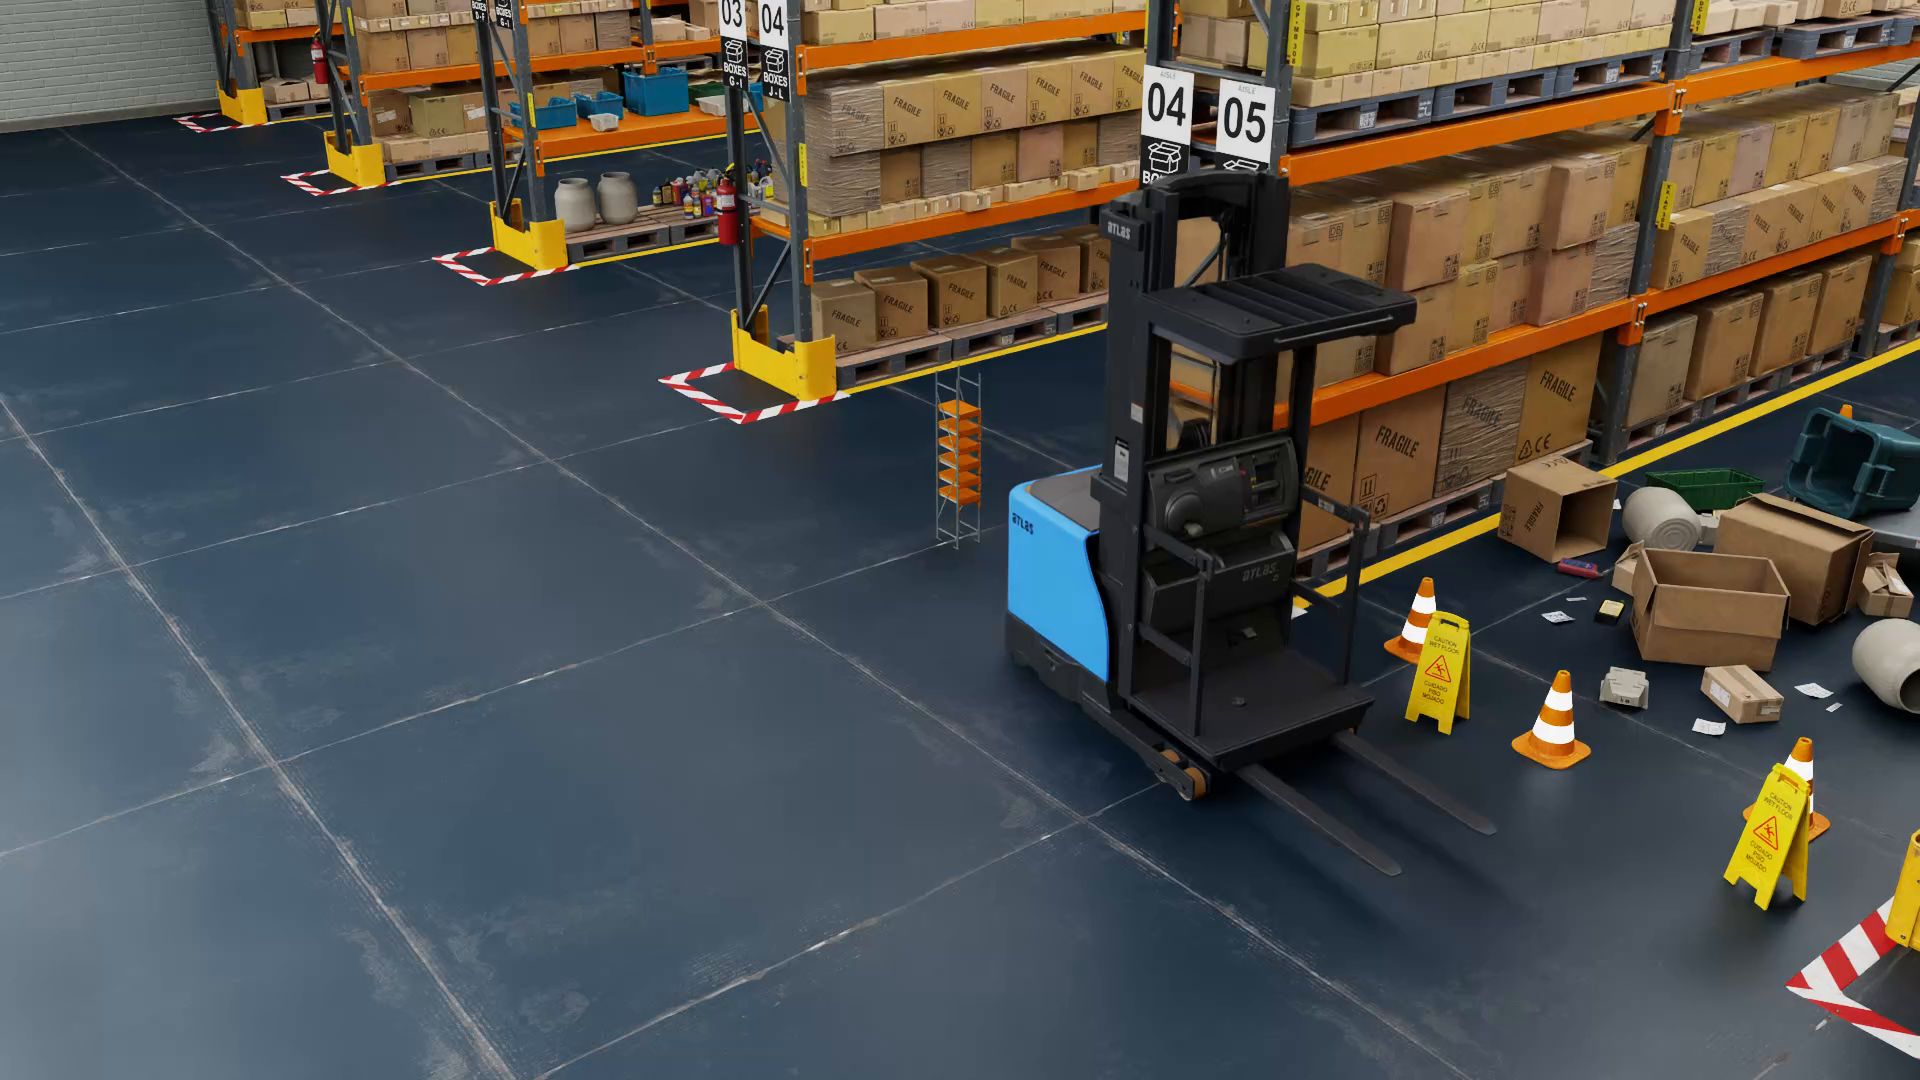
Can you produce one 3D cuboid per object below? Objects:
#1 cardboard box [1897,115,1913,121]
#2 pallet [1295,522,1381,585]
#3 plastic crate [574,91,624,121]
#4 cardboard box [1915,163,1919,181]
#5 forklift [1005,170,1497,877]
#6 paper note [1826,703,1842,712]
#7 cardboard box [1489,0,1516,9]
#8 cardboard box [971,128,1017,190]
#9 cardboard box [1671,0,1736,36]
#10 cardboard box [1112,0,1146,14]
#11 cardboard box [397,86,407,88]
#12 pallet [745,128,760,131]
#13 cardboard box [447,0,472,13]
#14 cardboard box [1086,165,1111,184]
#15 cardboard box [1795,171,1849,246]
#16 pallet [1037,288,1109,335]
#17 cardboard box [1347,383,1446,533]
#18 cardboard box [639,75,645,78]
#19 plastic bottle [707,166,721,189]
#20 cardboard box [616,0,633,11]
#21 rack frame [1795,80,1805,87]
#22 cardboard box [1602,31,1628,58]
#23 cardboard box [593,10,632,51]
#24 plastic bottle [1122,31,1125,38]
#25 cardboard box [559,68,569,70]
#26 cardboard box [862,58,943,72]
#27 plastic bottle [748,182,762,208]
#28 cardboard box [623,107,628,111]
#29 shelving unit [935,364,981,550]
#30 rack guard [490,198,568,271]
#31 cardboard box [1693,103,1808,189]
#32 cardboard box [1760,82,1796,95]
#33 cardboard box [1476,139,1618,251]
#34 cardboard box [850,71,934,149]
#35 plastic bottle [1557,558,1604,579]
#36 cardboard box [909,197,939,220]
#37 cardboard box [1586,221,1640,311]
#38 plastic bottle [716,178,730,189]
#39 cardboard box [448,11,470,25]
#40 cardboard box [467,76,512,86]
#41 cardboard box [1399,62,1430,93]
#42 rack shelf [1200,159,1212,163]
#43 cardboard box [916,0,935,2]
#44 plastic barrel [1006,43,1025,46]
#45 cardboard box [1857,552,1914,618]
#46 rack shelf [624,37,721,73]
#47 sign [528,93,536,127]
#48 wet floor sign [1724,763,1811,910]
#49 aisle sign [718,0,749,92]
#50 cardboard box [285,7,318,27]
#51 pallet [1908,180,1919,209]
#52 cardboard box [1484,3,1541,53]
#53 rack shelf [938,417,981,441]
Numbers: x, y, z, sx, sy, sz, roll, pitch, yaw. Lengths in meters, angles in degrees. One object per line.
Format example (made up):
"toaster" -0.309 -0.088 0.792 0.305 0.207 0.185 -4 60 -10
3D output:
"cardboard box" 8.410 -3.594 14.523 0.250 0.149 0.380 -19 31 -35
"pallet" 2.002 -0.012 11.024 1.213 0.211 1.003 -18 31 -34
"plastic crate" -3.892 -4.681 17.951 0.408 0.251 0.499 -18 31 -34
"cardboard box" 8.193 -3.247 14.482 0.250 0.149 0.380 -19 31 -35
"forklift" 1.451 -0.235 8.275 1.130 2.935 3.031 -14 28 -28
"paper note" 4.857 0.929 9.237 0.123 0.001 0.032 -18 31 -34
"cardboard box" 3.083 -3.265 9.892 0.250 0.149 0.380 -18 30 -33
"cardboard box" 0.030 -3.437 14.621 0.500 0.500 0.875 -18 31 -34
"cardboard box" 5.198 -3.691 11.620 0.396 0.266 0.258 -19 31 -35
"cardboard box" 1.390 -4.839 14.728 0.500 0.250 0.500 -17 30 -32
"cardboard box" -8.852 -7.171 26.003 0.250 0.149 0.380 -21 32 -38
"pallet" -3.005 -6.292 24.557 1.213 0.211 1.003 -18 31 -34
"cardboard box" -6.446 -7.029 21.172 0.500 0.500 0.700 -18 30 -34
"cardboard box" 1.164 -3.377 15.262 0.250 0.149 0.380 -18 31 -34
"cardboard box" 6.741 -2.701 13.389 0.500 0.500 0.500 -19 31 -35
"pallet" 1.081 -2.300 15.955 1.213 0.211 1.003 -18 31 -34
"cardboard box" 2.605 -0.697 11.213 0.875 0.875 0.875 -19 31 -35
"cardboard box" -4.380 -6.432 23.646 0.500 0.311 0.500 -18 31 -34
"plastic bottle" -2.843 -4.158 19.271 0.185 0.351 0.144 -19 31 -34
"cardboard box" -4.604 -7.232 22.380 0.250 0.149 0.380 -18 31 -34
"rack frame" 11.031 -6.868 22.486 0.127 3.000 1.000 -18 31 -34
"cardboard box" 4.079 -3.231 10.766 0.250 0.149 0.380 -18 30 -33
"cardboard box" -4.867 -6.962 22.569 0.500 0.500 0.700 -19 31 -35
"plastic bottle" 2.171 -6.754 22.392 0.097 0.271 0.097 0 25 0
"cardboard box" -6.637 -8.087 27.559 0.500 0.500 0.700 -19 31 -35
"cardboard box" -0.494 -3.832 14.283 0.500 0.500 0.500 -18 31 -34
"plastic bottle" -2.333 -3.919 18.843 0.135 0.276 0.152 -18 30 -33
"cardboard box" -4.752 -5.784 22.918 0.500 0.250 0.500 -18 31 -34
"shelving unit" -0.011 -0.540 10.989 0.189 1.200 0.258 -18 31 -34
"rack guard" -4.585 -3.254 17.668 0.348 0.500 1.175 -18 31 -34
"cardboard box" 6.156 -3.108 13.077 0.500 0.500 0.700 -19 31 -35
"cardboard box" 10.577 -5.902 22.430 0.875 0.875 0.875 -18 31 -34
"cardboard box" 3.897 -2.374 11.341 0.550 0.550 0.875 -18 31 -34
"cardboard box" -0.561 -3.526 13.625 0.500 0.500 0.500 -18 31 -34
"plastic bottle" 4.030 0.190 10.768 0.283 0.061 0.133 15 29 29
"cardboard box" -0.389 -2.846 14.118 0.250 0.149 0.380 -18 31 -34
"cardboard box" 4.286 -2.050 11.926 0.550 0.550 0.875 -18 31 -34
"plastic bottle" -2.731 -4.082 19.195 0.135 0.276 0.152 -18 31 -34
"cardboard box" -6.416 -6.634 21.091 0.250 0.149 0.380 -19 31 -36
"cardboard box" -6.259 -5.910 22.298 0.500 0.500 0.500 -18 31 -34
"cardboard box" 2.486 -2.705 9.634 0.250 0.149 0.380 -18 30 -34
"rack shelf" 3.162 -3.944 17.040 4.000 0.370 1.077 -18 31 -34
"cardboard box" -0.362 -4.431 13.376 0.250 0.149 0.380 -18 31 -34
"plastic barrel" 0.670 -6.034 20.556 0.421 0.512 0.421 0 25 0
"cardboard box" 5.738 0.272 10.347 0.258 0.266 0.396 5 25 11
"rack shelf" -2.948 -7.227 24.114 4.000 0.370 1.077 -18 31 -34
"sign" -4.280 -4.295 16.613 0.005 0.325 0.100 -18 31 -34
"wet floor sign" 3.746 1.334 7.610 0.232 0.644 0.267 -8 26 -16
"aisle sign" -1.793 -3.975 13.163 0.004 0.787 0.394 -18 31 -34
"cardboard box" -9.749 -7.737 24.512 0.500 0.250 0.500 -19 31 -36
"pallet" 8.212 -3.254 14.927 1.003 0.211 1.213 -18 31 -34
"cardboard box" 3.150 -3.140 10.097 0.500 0.250 0.500 -18 31 -34
"rack shelf" -0.011 -0.718 10.907 0.180 0.103 0.258 -18 31 -34
